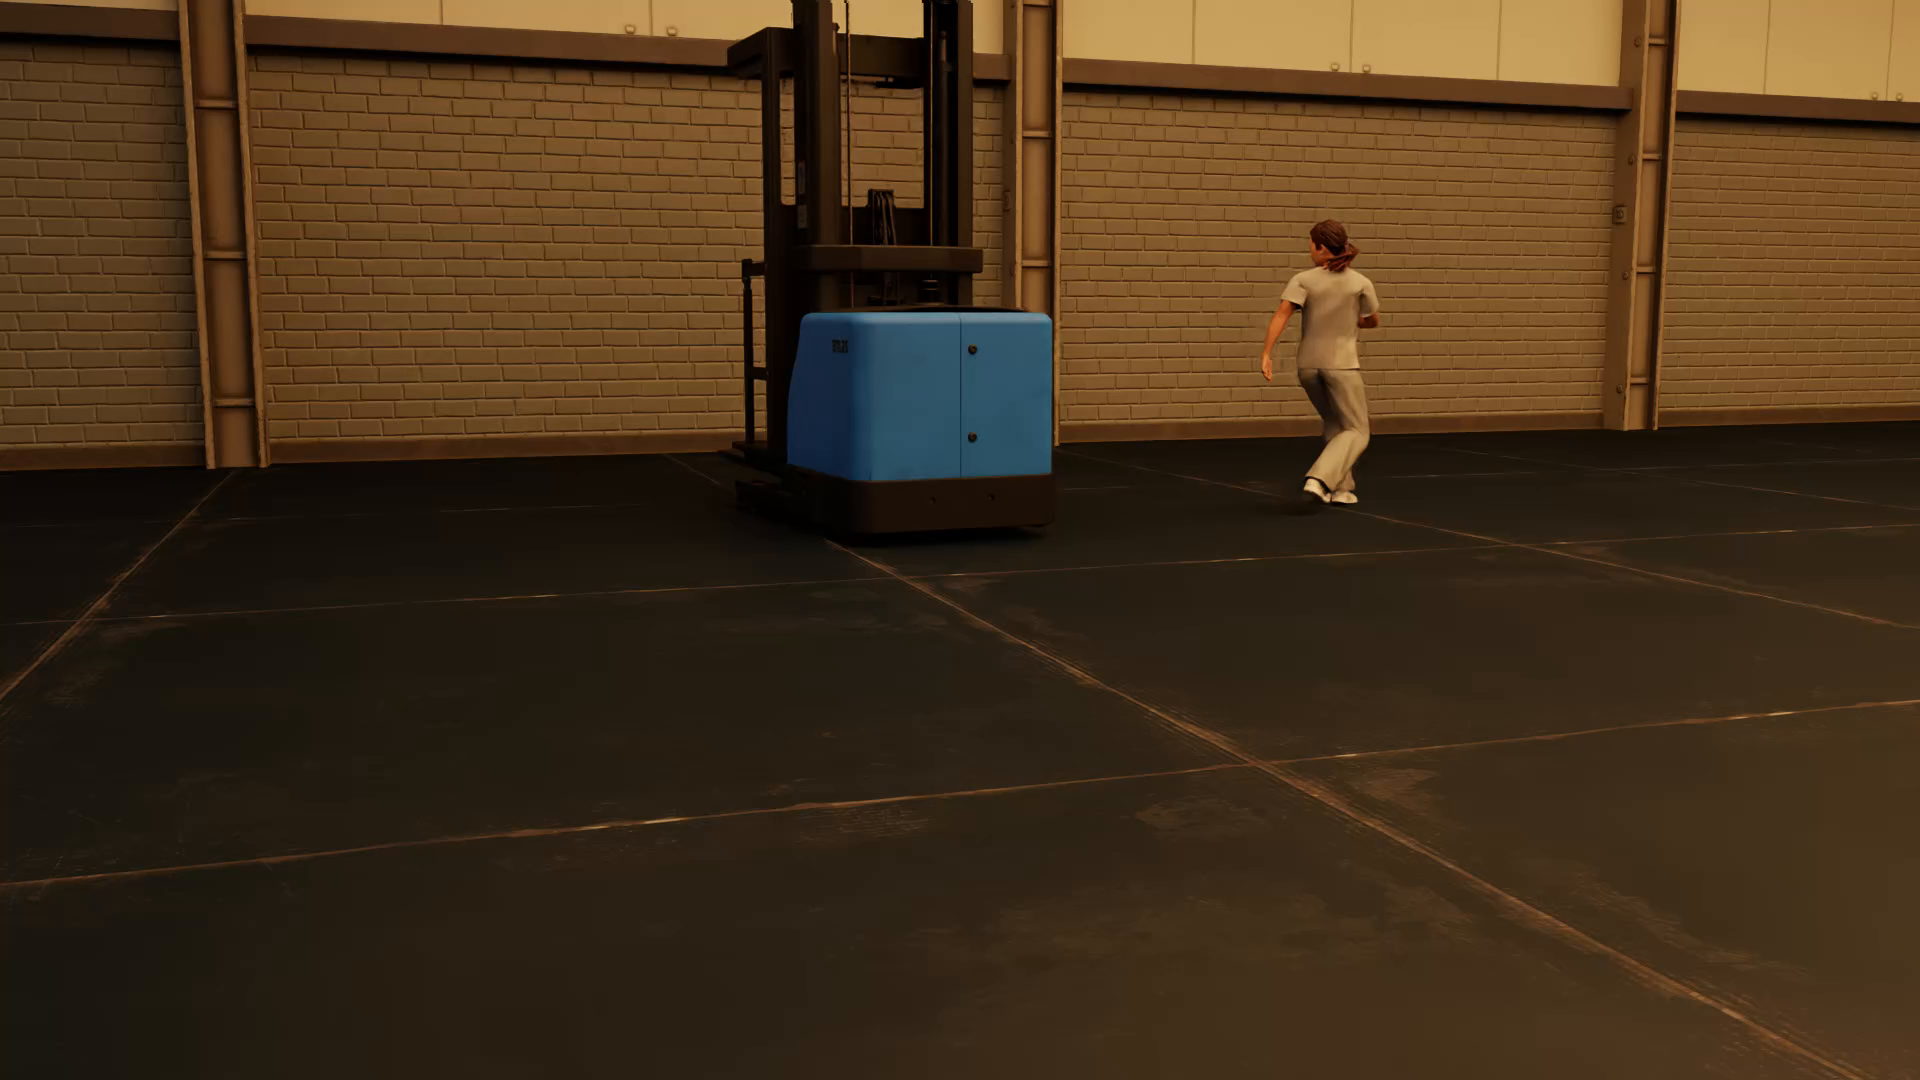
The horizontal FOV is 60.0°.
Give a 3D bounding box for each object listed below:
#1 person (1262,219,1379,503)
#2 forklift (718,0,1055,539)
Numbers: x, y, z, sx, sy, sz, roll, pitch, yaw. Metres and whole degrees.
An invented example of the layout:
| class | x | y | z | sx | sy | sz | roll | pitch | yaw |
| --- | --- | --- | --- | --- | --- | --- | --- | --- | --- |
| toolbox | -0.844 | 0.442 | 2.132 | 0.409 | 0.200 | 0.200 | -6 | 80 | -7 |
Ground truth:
| class | x | y | z | sx | sy | sz | roll | pitch | yaw |
| --- | --- | --- | --- | --- | --- | --- | --- | --- | --- |
| person | 2.033 | -0.958 | 9.188 | 0.485 | 1.589 | 0.817 | 5 | 9 | 34 |
| forklift | -0.595 | -1.620 | 8.956 | 1.130 | 2.935 | 3.031 | -3 | 8 | -23 |
